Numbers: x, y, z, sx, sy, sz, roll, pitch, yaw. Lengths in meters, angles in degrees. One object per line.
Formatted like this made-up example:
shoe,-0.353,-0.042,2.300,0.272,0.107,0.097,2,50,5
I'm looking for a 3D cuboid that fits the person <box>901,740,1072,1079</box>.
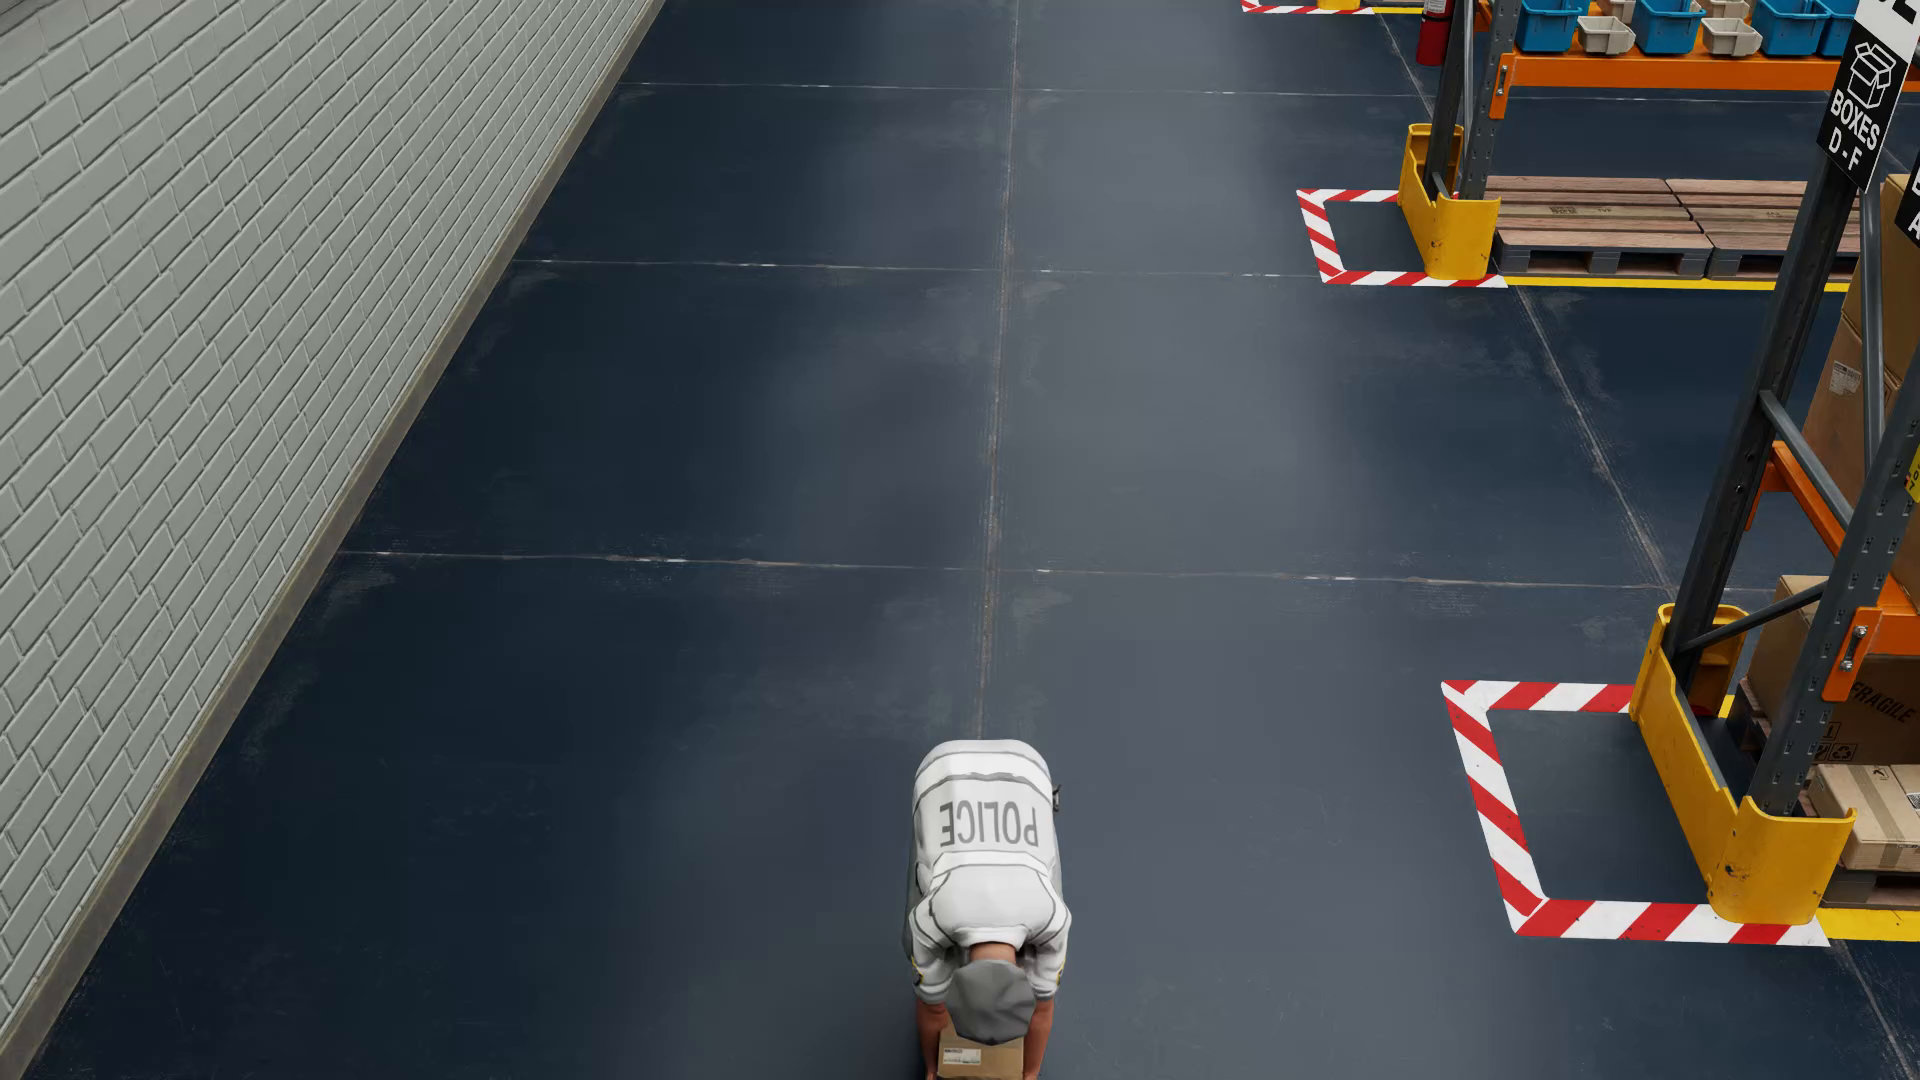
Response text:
person,0.073,1.225,5.030,0.509,1.046,1.036,0,35,0
